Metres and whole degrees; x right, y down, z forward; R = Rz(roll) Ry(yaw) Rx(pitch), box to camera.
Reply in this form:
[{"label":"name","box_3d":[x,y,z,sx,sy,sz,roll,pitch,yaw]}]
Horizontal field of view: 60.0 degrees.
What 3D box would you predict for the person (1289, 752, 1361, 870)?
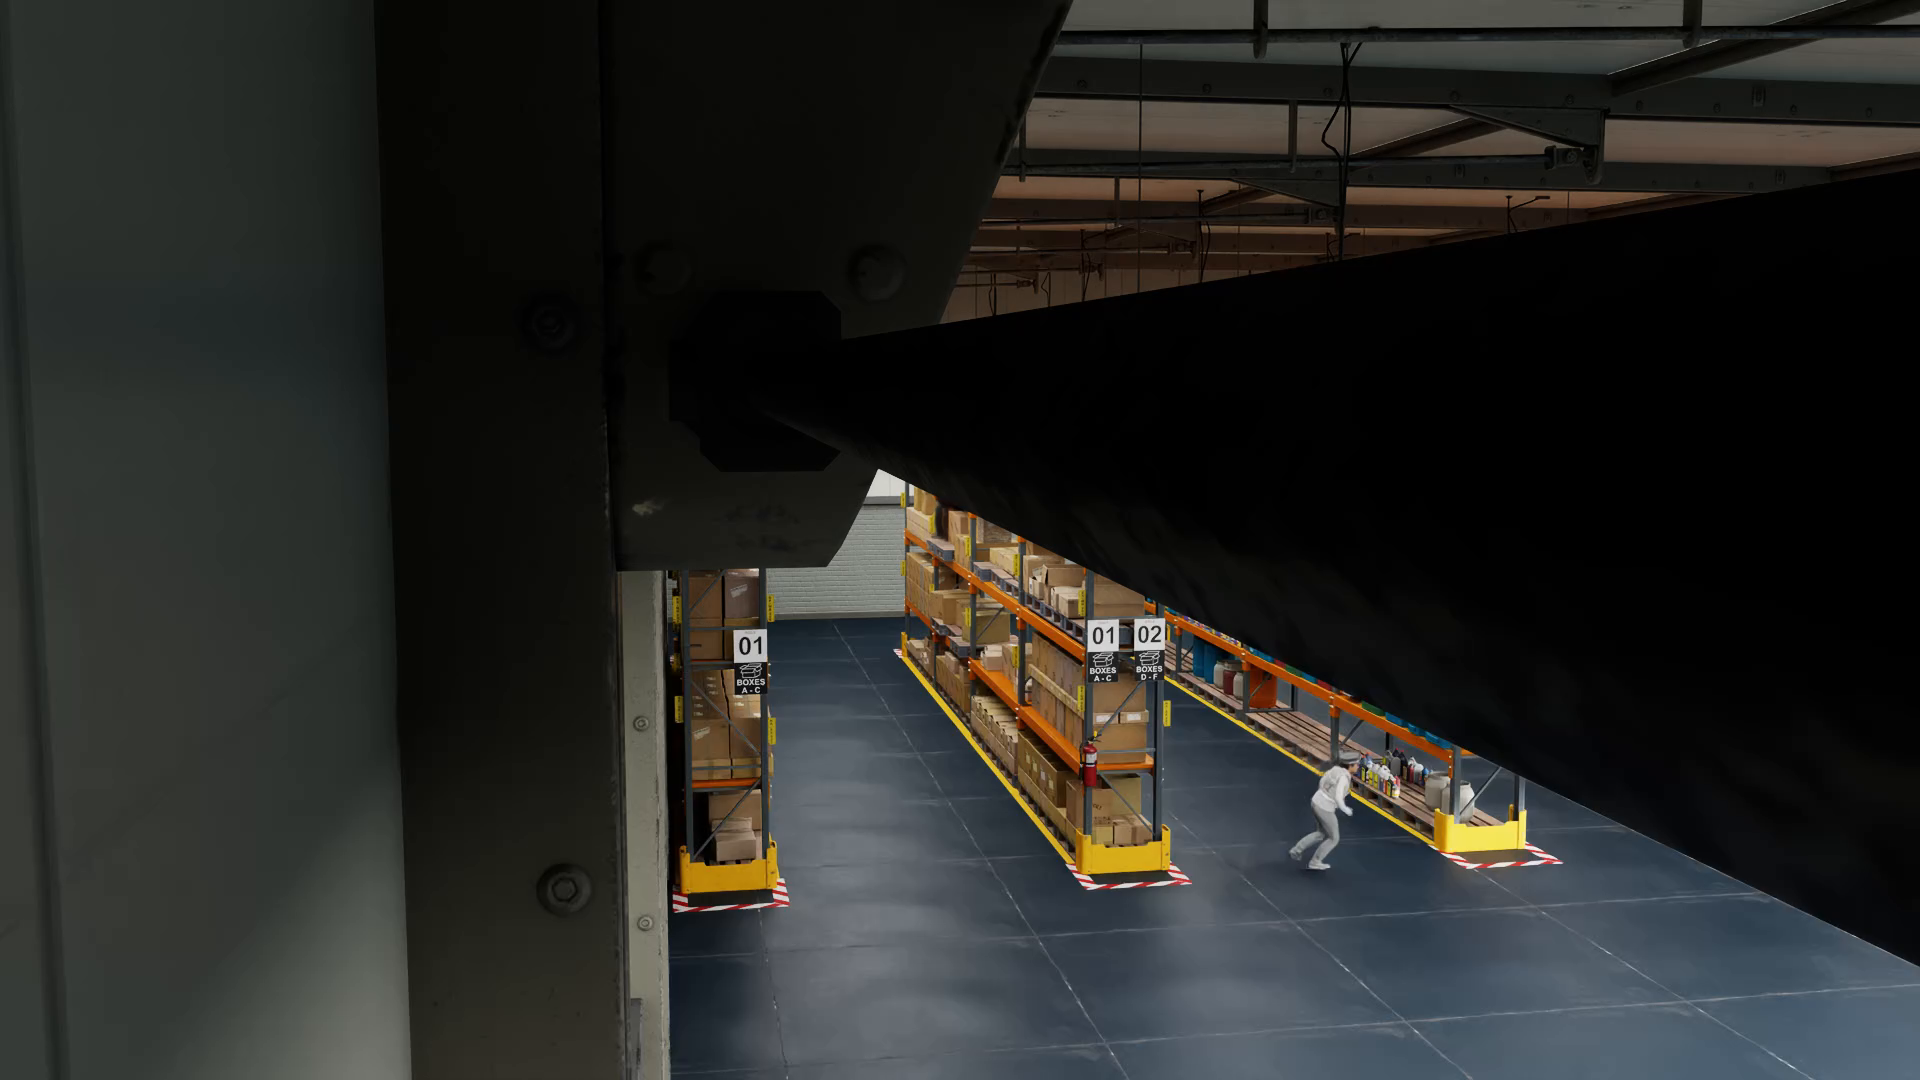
[{"label":"person","box_3d":[4.598,3.413,20.941,0.837,1.510,0.578,0,6,-3]}]
